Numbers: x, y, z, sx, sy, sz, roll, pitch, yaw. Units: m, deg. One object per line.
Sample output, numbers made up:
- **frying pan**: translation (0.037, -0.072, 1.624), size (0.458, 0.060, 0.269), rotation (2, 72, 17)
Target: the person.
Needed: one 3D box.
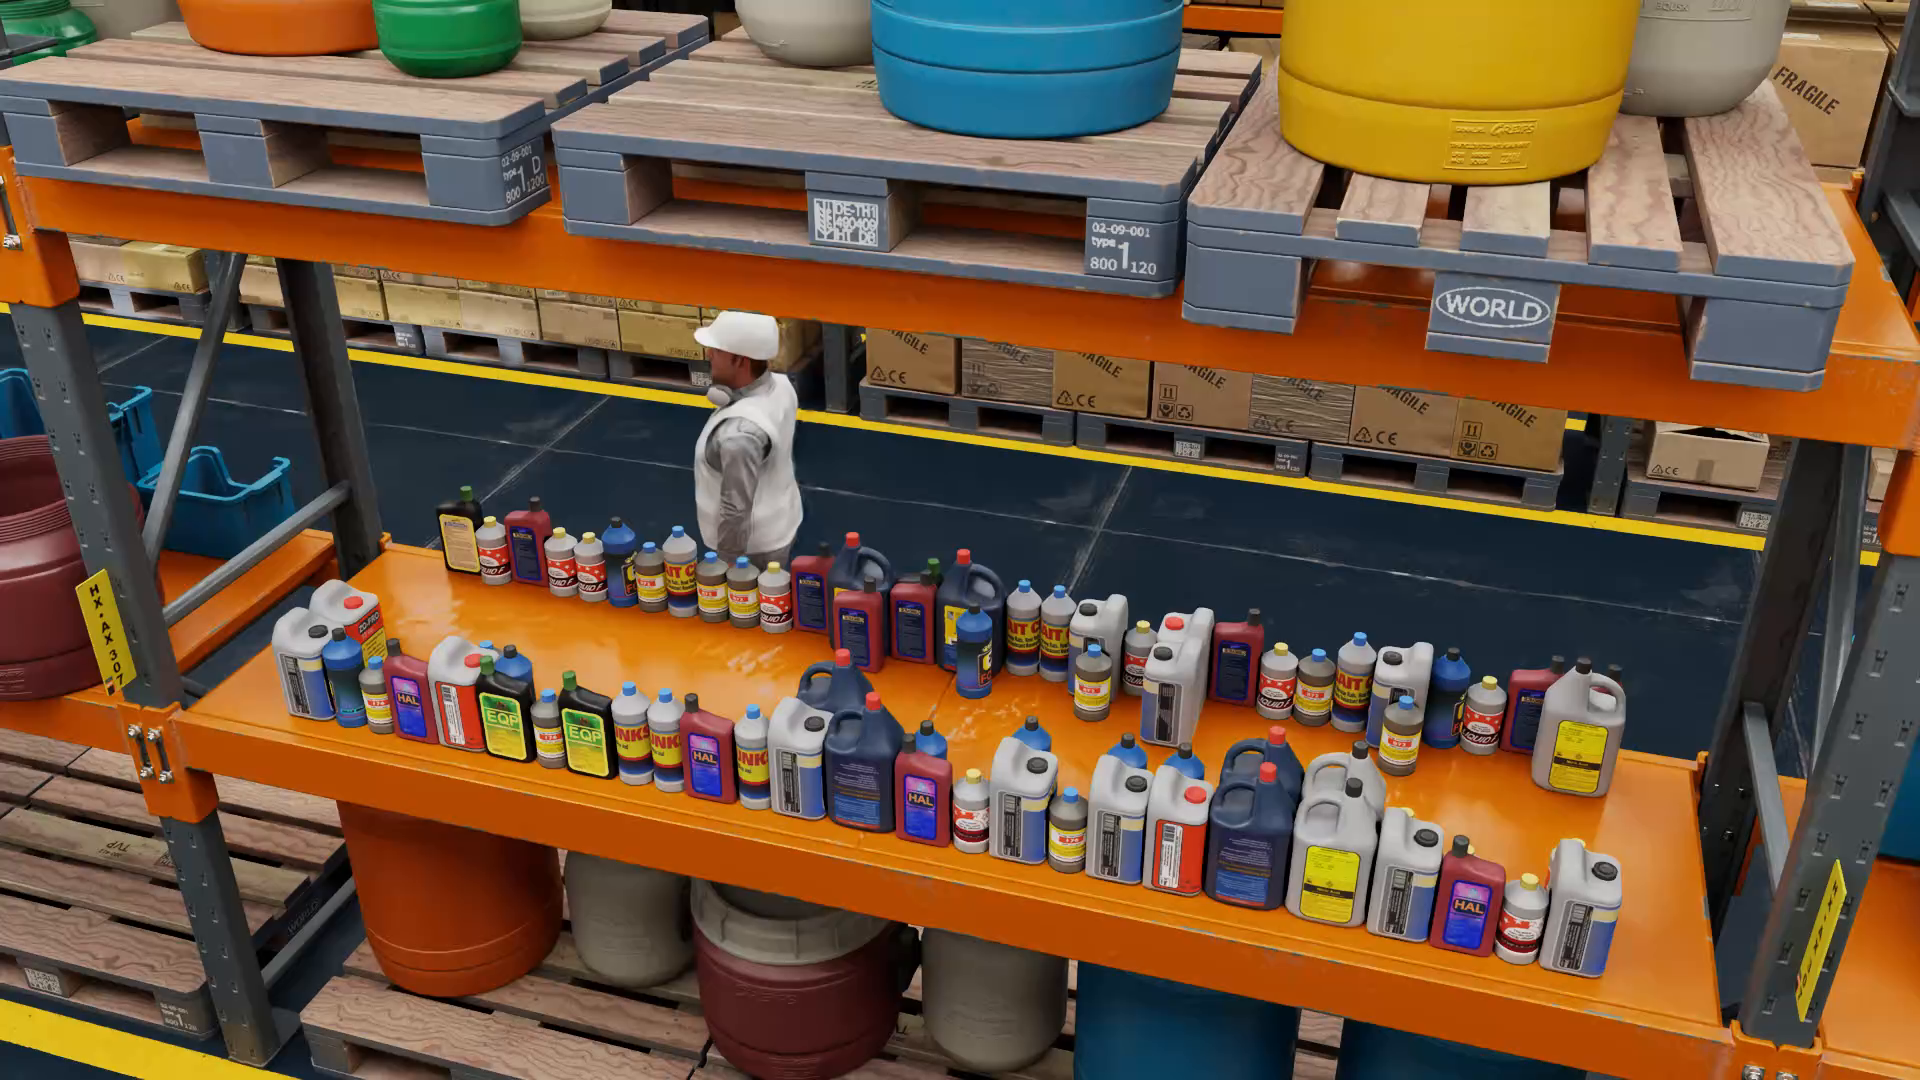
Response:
- **person**: translation (-0.746, -0.030, 6.098), size (0.499, 1.766, 0.562), rotation (4, 29, 8)
